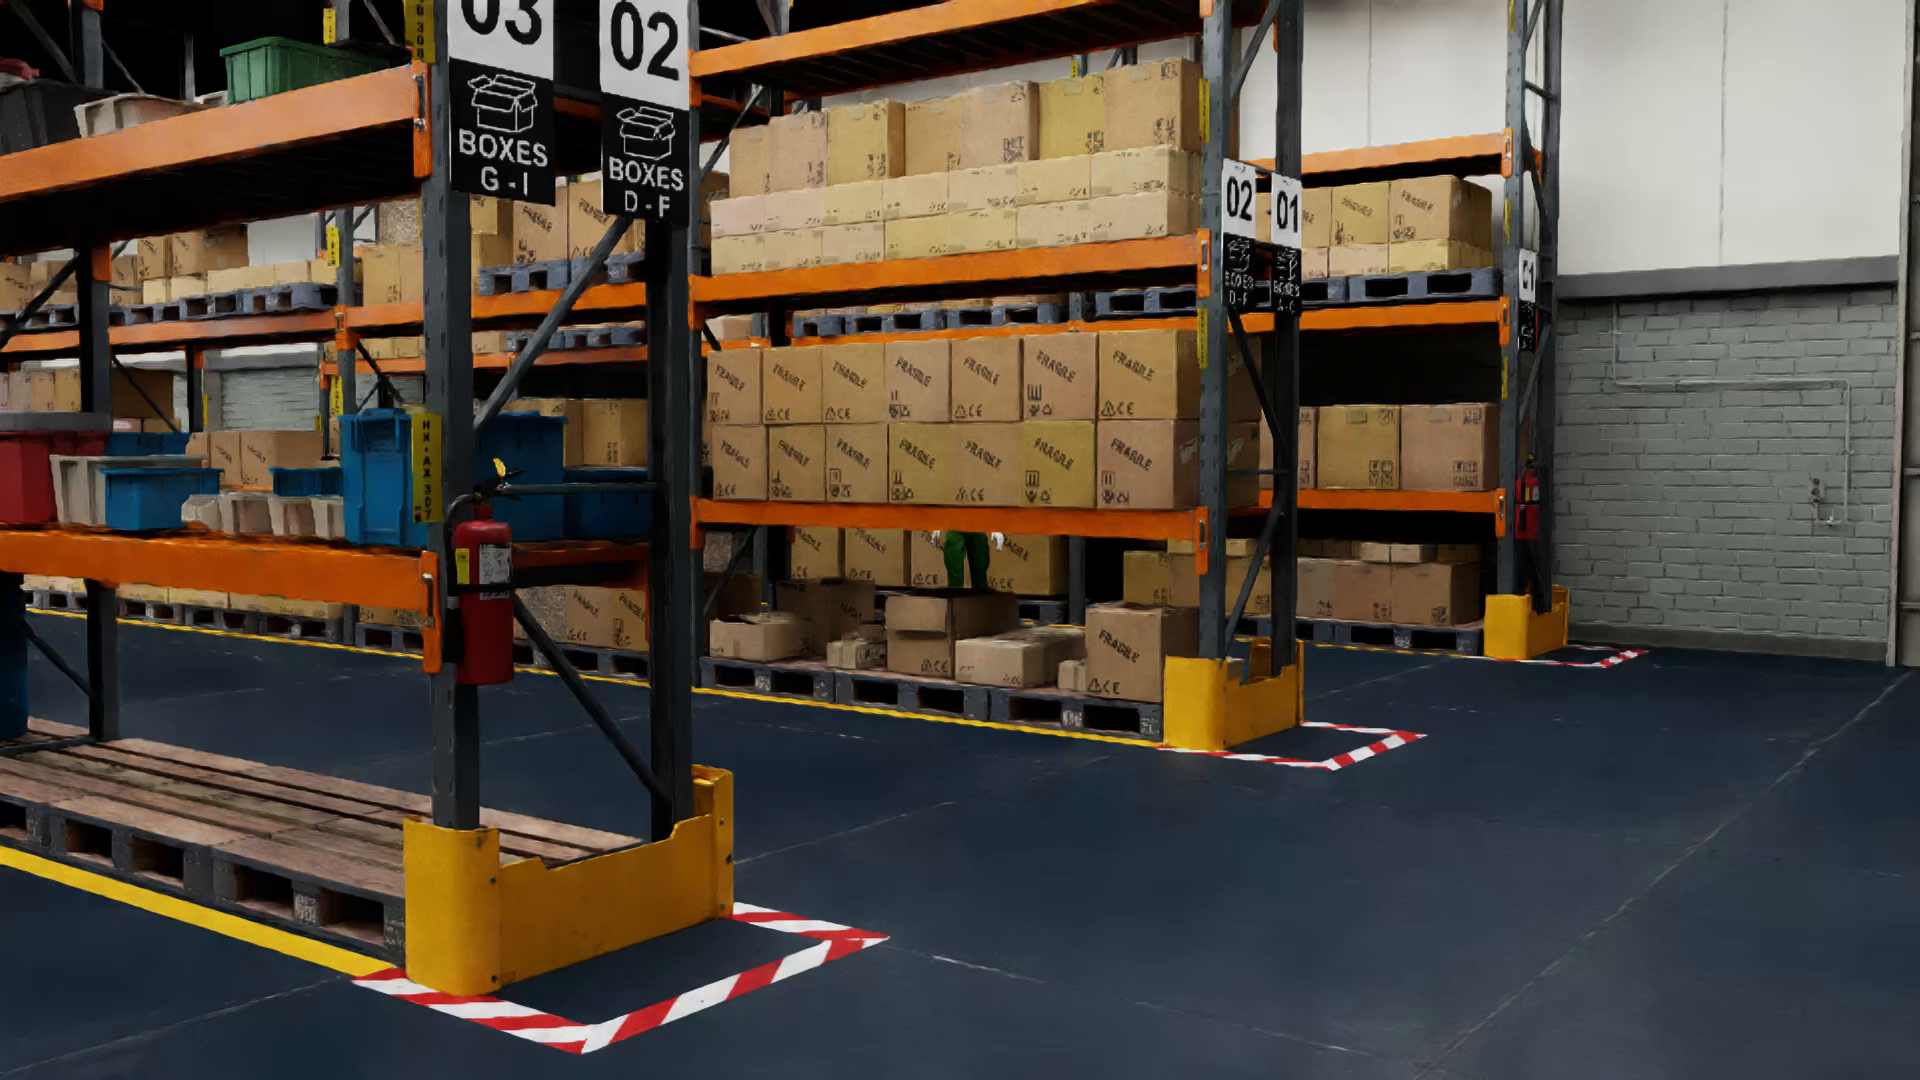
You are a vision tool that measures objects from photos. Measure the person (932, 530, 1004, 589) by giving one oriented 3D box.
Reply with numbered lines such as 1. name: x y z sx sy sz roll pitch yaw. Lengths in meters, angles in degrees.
1. person: 0.054 -0.071 14.748 0.665 1.786 0.615 0 3 9
